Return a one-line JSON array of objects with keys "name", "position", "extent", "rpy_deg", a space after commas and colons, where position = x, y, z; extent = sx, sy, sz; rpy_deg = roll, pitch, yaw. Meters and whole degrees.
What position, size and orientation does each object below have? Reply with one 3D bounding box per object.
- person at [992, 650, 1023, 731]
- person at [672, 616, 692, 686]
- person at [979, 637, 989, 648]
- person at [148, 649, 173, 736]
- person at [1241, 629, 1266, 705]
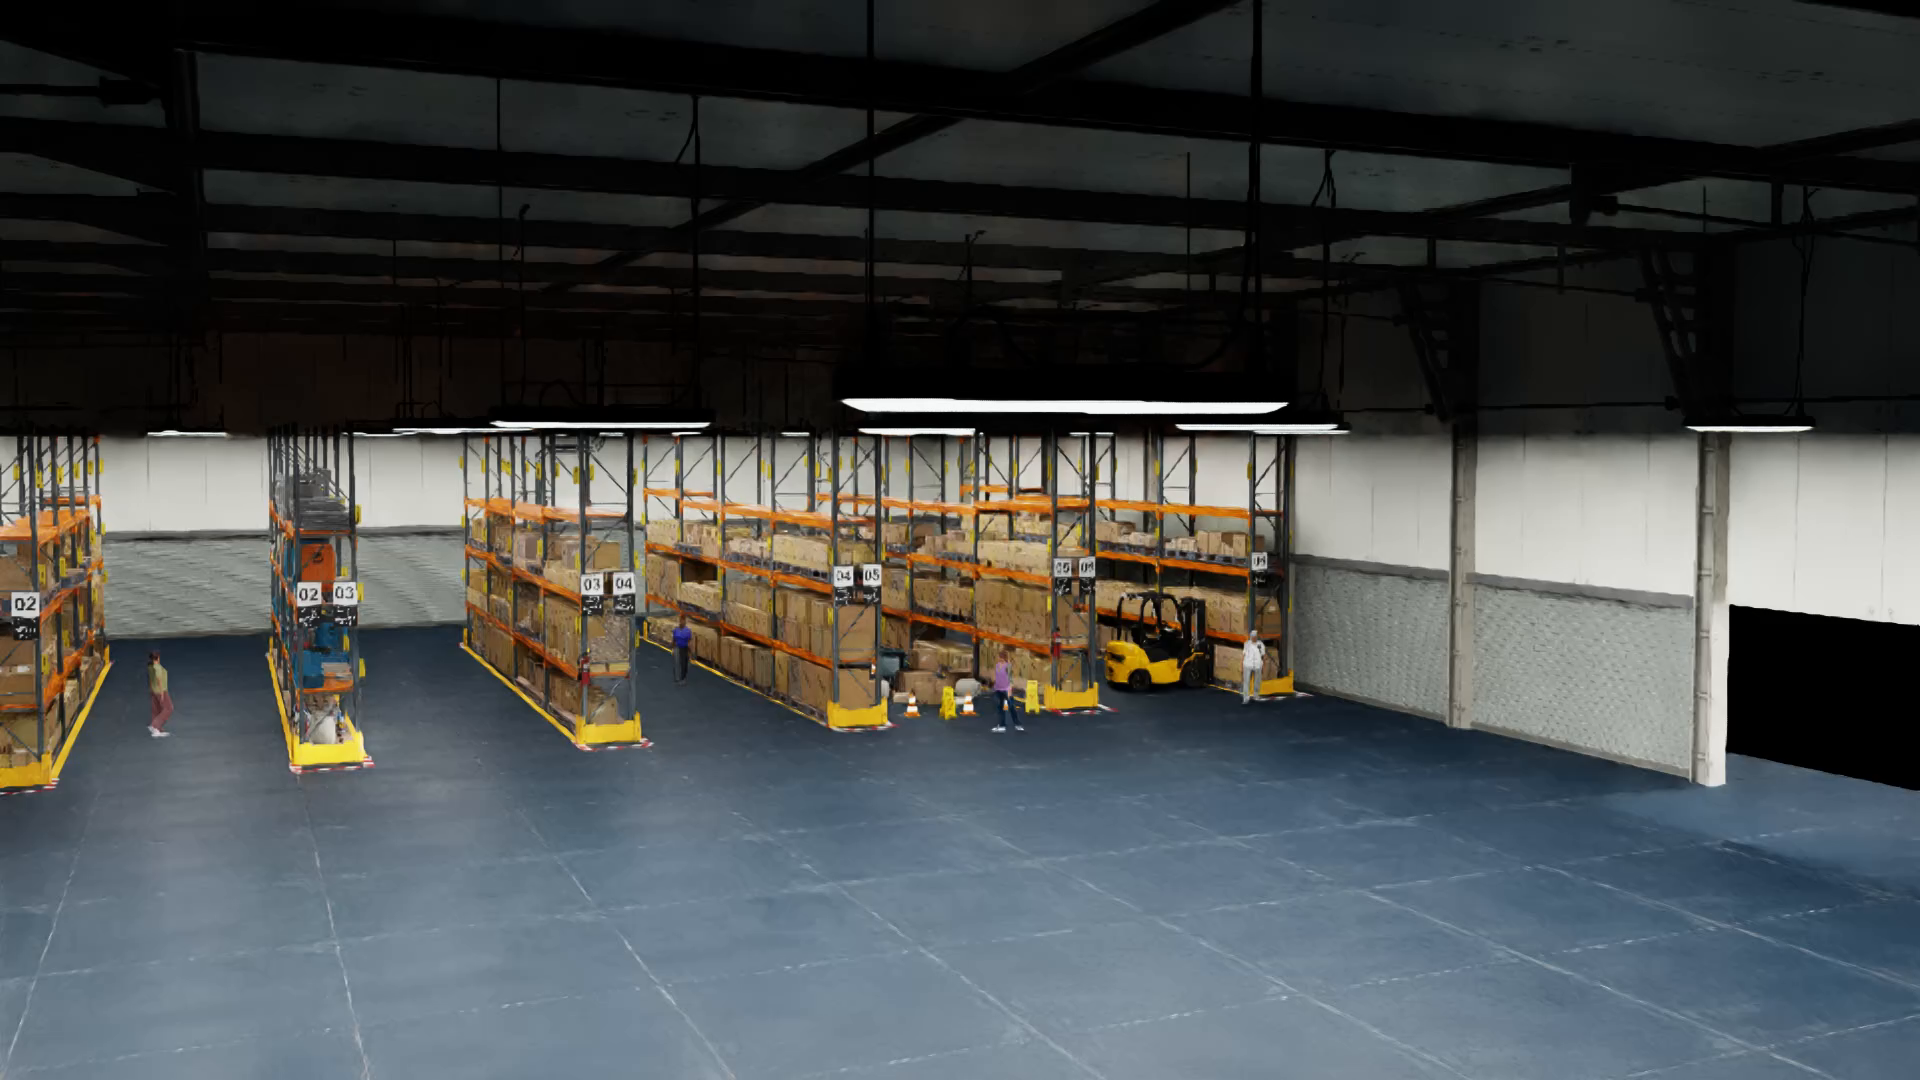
[{"name": "person", "position": [0.939, 2.963, 32.577], "extent": [0.603, 1.550, 0.456], "rpy_deg": [3, 5, 39]}, {"name": "person", "position": [-6.437, 2.565, 38.540], "extent": [0.443, 1.572, 1.002], "rpy_deg": [-1, 4, -15]}, {"name": "person", "position": [0.676, 2.099, 44.681], "extent": [0.574, 1.764, 0.669], "rpy_deg": [0, 3, 5]}, {"name": "person", "position": [-15.387, 2.938, 31.885], "extent": [0.503, 1.670, 0.432], "rpy_deg": [3, 4, 38]}, {"name": "person", "position": [6.326, 2.722, 35.858], "extent": [0.528, 1.613, 0.917], "rpy_deg": [0, 3, 4]}]
